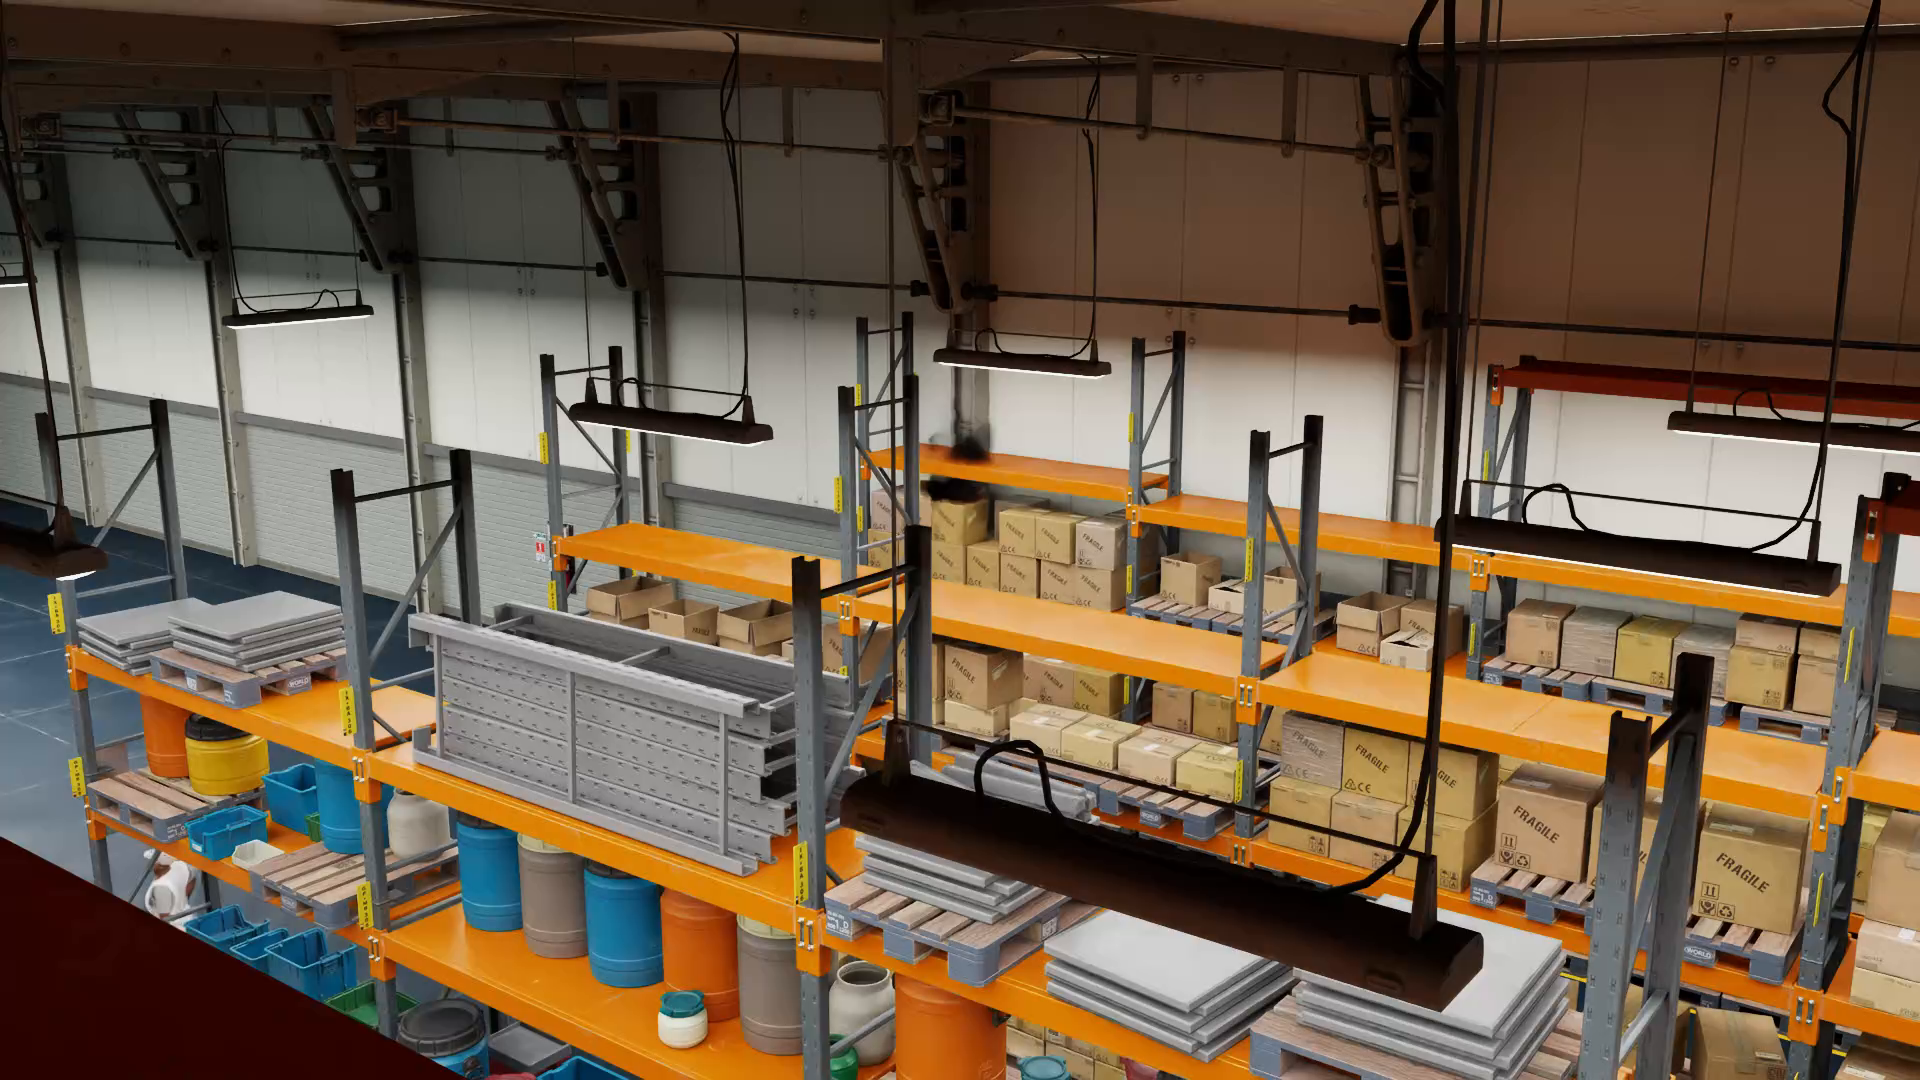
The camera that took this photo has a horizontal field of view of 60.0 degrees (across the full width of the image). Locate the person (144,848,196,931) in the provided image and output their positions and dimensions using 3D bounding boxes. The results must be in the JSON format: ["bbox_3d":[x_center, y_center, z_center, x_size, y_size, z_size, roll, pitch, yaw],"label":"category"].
[{"bbox_3d":[-7.530,3.634,15.737,0.499,1.662,0.732,-2,13,-10],"label":"person"}]
